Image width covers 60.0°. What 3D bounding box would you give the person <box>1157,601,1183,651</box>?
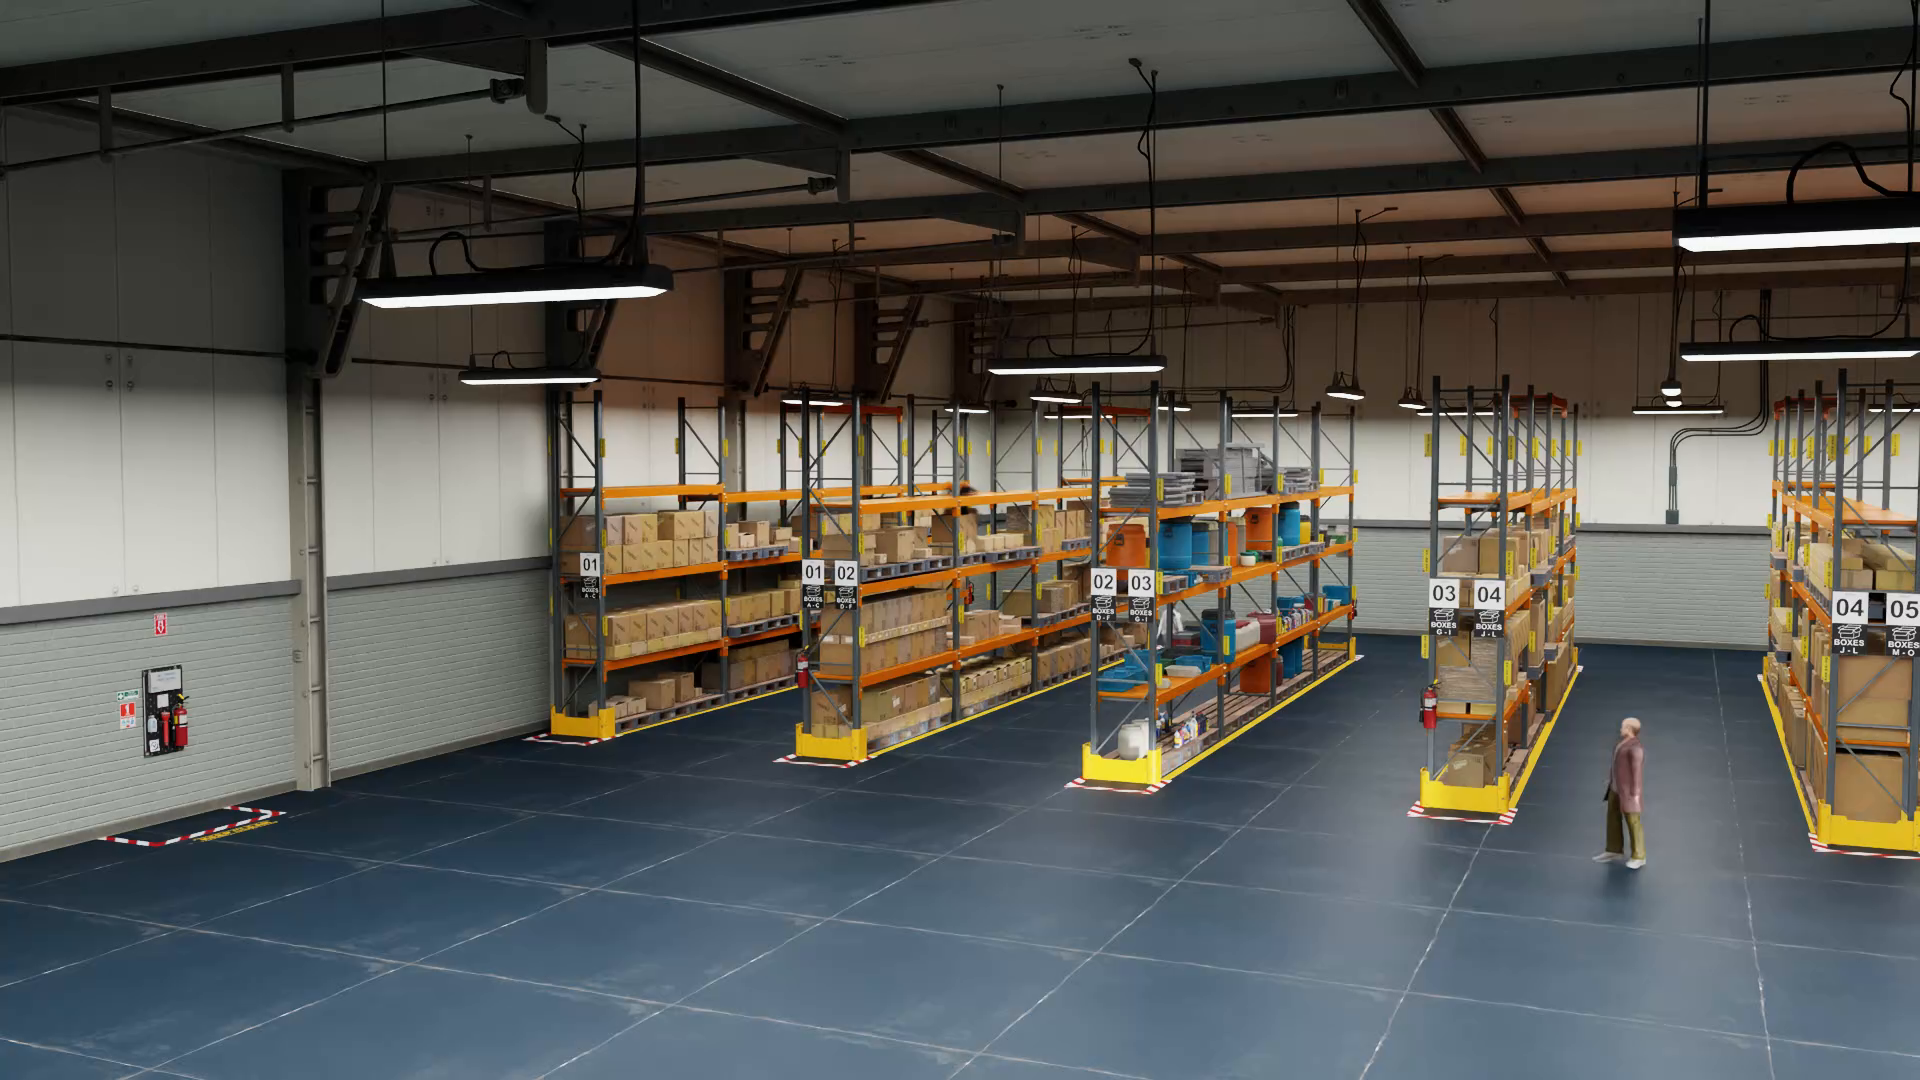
[{"bbox_3d":[4.681,2.121,37.134,0.541,1.645,0.960,1,3,21],"label":"person"}]

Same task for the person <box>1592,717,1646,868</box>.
[{"bbox_3d":[7.938,3.109,19.936,0.479,1.604,0.750,0,3,-8],"label":"person"}]
